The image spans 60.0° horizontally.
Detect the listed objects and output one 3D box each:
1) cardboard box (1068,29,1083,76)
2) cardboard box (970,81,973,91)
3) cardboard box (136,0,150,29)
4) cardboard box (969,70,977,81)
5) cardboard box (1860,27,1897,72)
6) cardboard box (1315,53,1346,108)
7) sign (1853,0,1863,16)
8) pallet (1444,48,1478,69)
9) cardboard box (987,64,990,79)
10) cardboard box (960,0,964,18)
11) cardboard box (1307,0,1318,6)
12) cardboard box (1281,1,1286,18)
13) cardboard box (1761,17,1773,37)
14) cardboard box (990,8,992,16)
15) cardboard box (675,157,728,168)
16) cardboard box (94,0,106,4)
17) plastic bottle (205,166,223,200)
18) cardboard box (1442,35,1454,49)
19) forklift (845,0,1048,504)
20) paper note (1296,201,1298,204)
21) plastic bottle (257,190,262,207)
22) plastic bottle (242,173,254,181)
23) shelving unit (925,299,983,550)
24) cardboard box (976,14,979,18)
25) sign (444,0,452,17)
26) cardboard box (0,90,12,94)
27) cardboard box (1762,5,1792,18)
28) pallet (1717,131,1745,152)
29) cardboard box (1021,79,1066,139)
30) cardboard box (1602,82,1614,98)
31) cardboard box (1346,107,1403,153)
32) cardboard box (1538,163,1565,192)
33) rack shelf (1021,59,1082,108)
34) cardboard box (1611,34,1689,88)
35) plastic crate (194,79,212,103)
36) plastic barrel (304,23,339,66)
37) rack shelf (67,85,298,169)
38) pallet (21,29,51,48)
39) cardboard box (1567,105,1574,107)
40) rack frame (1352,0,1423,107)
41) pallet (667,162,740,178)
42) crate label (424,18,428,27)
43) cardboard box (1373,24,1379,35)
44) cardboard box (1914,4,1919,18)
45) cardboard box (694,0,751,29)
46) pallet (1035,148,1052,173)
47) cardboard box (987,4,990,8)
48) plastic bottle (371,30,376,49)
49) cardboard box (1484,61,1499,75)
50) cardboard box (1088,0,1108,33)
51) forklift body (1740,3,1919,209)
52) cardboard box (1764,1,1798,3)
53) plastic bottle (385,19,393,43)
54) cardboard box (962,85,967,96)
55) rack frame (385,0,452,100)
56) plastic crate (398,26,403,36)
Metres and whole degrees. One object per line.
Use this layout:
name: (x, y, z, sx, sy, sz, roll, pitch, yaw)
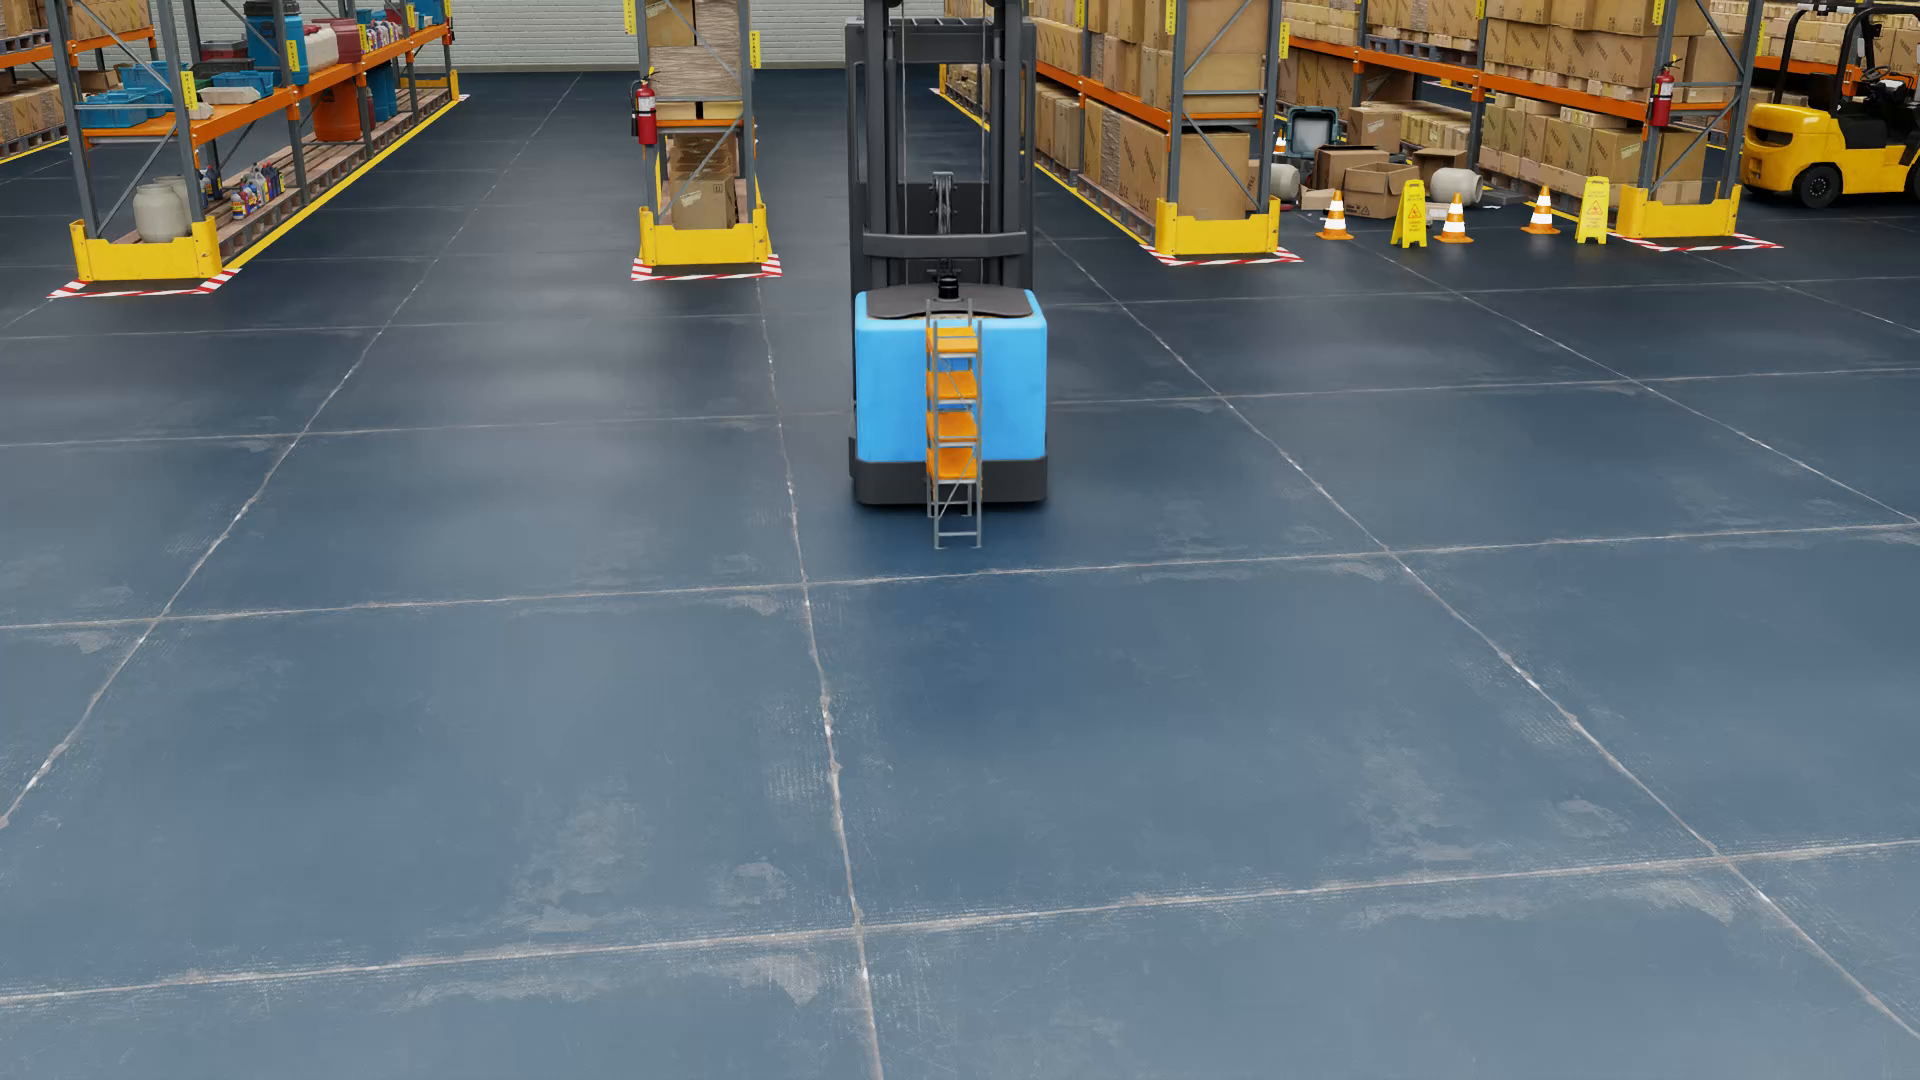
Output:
cardboard box: (1.593, -5.857, 19.967, 0.500, 0.500, 0.500, -3, 21, -8)
cardboard box: (0.369, -7.599, 27.824, 0.380, 0.149, 0.250, -4, 21, -10)
cardboard box: (-14.189, -8.989, 28.354, 0.500, 0.500, 0.500, -2, 21, -6)
cardboard box: (0.352, -7.835, 28.030, 0.380, 0.149, 0.250, -3, 21, -8)
cardboard box: (11.534, -6.059, 20.508, 0.500, 0.500, 0.500, -3, 21, -9)
cardboard box: (6.099, -7.066, 25.784, 0.875, 0.875, 0.875, -3, 21, -7)
sign: (11.193, -6.653, 20.701, 0.100, 0.325, 0.005, -3, 21, -8)
pallet: (6.851, -6.109, 21.060, 1.003, 0.211, 1.213, -3, 21, -8)
cardboard box: (0.704, -7.336, 25.971, 0.500, 0.250, 0.500, -2, 21, -6)
cardboard box: (0.287, -9.104, 28.236, 0.500, 0.500, 0.500, -3, 21, -8)
cardboard box: (5.694, -8.518, 25.664, 0.500, 0.500, 0.500, -3, 21, -9)
cardboard box: (5.448, -8.694, 27.208, 0.500, 0.250, 0.500, -4, 21, -9)
cardboard box: (11.201, -7.031, 22.753, 0.500, 0.250, 0.500, -3, 21, -7)
cardboard box: (0.647, -7.840, 24.755, 0.380, 0.149, 0.250, -2, 21, -6)
cardboard box: (-2.678, -3.708, 17.330, 0.500, 0.500, 0.500, -1, 21, -3)
cardboard box: (-13.884, -8.748, 26.279, 0.500, 0.500, 0.500, -4, 21, -9)
plastic bottle: (-8.042, -3.850, 17.893, 0.144, 0.351, 0.185, -3, 21, -8)
cardboard box: (6.376, -6.350, 21.190, 0.380, 0.149, 0.250, -3, 21, -9)
forklift: (-0.124, -2.035, 9.977, 1.130, 2.935, 3.031, -1, 21, -3)
paper note: (3.940, -3.870, 19.046, 0.172, 0.023, 0.155, 4, 21, 11)
plastic bottle: (-7.375, -3.590, 17.412, 0.097, 0.201, 0.097, 0, 20, 0)
plastic bottle: (-7.628, -3.817, 17.912, 0.152, 0.276, 0.135, -3, 21, -8)
shelving unit: (-0.034, -0.601, 8.610, 0.258, 1.200, 0.503, -2, 21, -5)
cardboard box: (0.460, -8.149, 26.007, 0.380, 0.149, 0.250, -3, 21, -7)
sign: (-9.079, -9.442, 29.476, 0.100, 0.325, 0.005, -3, 21, -8)
cardboard box: (-13.965, -6.197, 23.964, 0.500, 0.500, 0.500, -3, 21, -7)
cardboard box: (11.131, -7.165, 22.544, 0.380, 0.149, 0.250, -3, 21, -9)
pallet: (11.404, -5.549, 23.271, 1.003, 0.211, 1.213, -3, 21, -8)
cardboard box: (1.355, -5.955, 22.988, 1.050, 0.750, 0.750, -3, 21, -8)
cardboard box: (6.966, -4.715, 17.413, 0.380, 0.149, 0.250, -3, 21, -9)
cardboard box: (5.060, -5.011, 20.335, 0.500, 0.500, 0.500, -3, 21, -8)
cardboard box: (6.863, -4.078, 18.677, 0.500, 0.250, 0.500, -4, 21, -10)
rack shelf: (1.645, -5.998, 21.516, 1.077, 0.370, 4.000, -3, 21, -8)
cardboard box: (7.043, -4.902, 16.987, 0.500, 0.500, 0.500, -3, 21, -9)
plastic crate: (-7.974, -4.594, 17.032, 0.450, 0.188, 0.662, -3, 21, -8)
plastic barrel: (-8.108, -6.269, 21.055, 0.421, 0.512, 0.421, 0, 20, 0)
rack shelf: (-7.602, -4.148, 16.563, 1.077, 0.370, 4.000, -3, 21, -8)
pallet: (-13.939, -7.327, 24.320, 1.003, 0.211, 1.213, -3, 21, -8)
cardboard box: (7.168, -4.996, 20.063, 0.500, 0.500, 0.500, -3, 21, -9)
rack frame: (6.240, -7.312, 24.007, 1.000, 3.000, 0.127, -3, 21, -8)
pallet: (-3.103, -4.391, 20.170, 1.003, 0.211, 1.213, -3, 21, -8)
crate label: (-9.232, -8.767, 28.194, 0.396, 0.136, 0.243, -3, 21, -8)
cardboard box: (6.103, -7.269, 23.651, 0.380, 0.149, 0.250, -4, 21, -11)
cardboard box: (11.589, -6.275, 19.736, 0.380, 0.149, 0.250, -2, 21, -7)
cardboard box: (-2.965, -6.187, 19.537, 1.000, 1.000, 1.000, -3, 21, -7)
pallet: (1.568, -5.023, 21.863, 1.003, 0.211, 1.213, -3, 21, -8)
cardboard box: (0.611, -8.070, 24.944, 0.380, 0.149, 0.250, -2, 21, -6)
plastic bottle: (-8.366, -7.110, 23.649, 0.097, 0.271, 0.097, 0, 20, 0)
cardboard box: (6.545, -5.684, 20.007, 0.380, 0.149, 0.250, -3, 21, -8)
cardboard box: (1.952, -6.089, 18.975, 0.875, 0.550, 0.550, -3, 21, -8)
forklift body: (10.226, -4.961, 18.924, 2.313, 2.155, 1.214, -3, 21, -8)
cardboard box: (11.629, -7.553, 23.581, 0.380, 0.149, 0.250, -3, 21, -9)
plastic bottle: (-8.588, -7.623, 24.908, 0.144, 0.351, 0.185, -3, 21, -8)
cardboard box: (0.237, -7.751, 28.655, 0.380, 0.149, 0.250, -3, 21, -8)
rack frame: (-9.621, -9.332, 29.416, 1.000, 3.000, 0.127, -3, 21, -8)
plastic crate: (-8.970, -8.020, 26.194, 0.396, 0.136, 0.243, -3, 21, -8)
